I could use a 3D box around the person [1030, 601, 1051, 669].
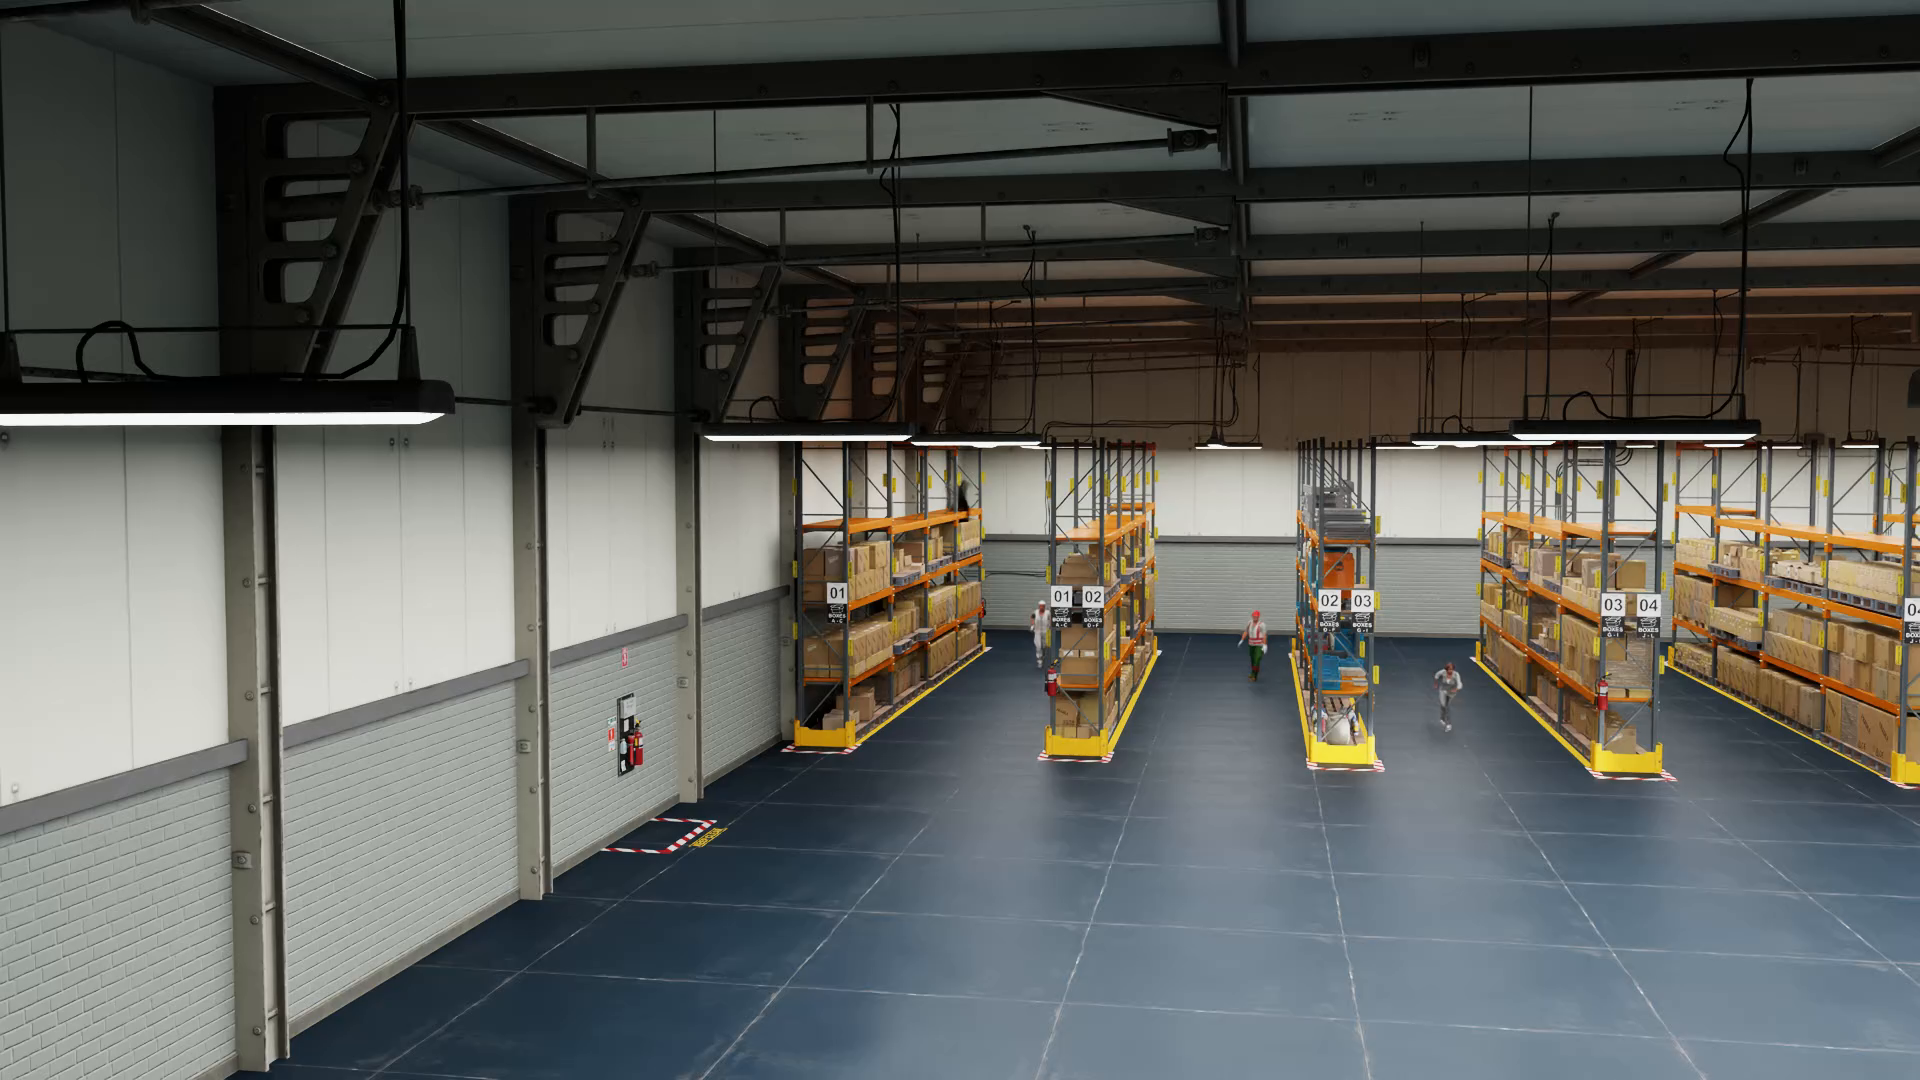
[{"bbox_3d":[2.178,2.487,44.294,0.615,1.781,0.998,0,3,2],"label":"person"}]

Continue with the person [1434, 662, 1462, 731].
[{"bbox_3d":[10.038,3.180,34.226,0.549,1.423,1.001,1,3,13],"label":"person"}]

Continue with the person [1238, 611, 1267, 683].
[{"bbox_3d":[7.347,2.643,41.630,0.766,1.781,0.735,-3,4,-44],"label":"person"}]
